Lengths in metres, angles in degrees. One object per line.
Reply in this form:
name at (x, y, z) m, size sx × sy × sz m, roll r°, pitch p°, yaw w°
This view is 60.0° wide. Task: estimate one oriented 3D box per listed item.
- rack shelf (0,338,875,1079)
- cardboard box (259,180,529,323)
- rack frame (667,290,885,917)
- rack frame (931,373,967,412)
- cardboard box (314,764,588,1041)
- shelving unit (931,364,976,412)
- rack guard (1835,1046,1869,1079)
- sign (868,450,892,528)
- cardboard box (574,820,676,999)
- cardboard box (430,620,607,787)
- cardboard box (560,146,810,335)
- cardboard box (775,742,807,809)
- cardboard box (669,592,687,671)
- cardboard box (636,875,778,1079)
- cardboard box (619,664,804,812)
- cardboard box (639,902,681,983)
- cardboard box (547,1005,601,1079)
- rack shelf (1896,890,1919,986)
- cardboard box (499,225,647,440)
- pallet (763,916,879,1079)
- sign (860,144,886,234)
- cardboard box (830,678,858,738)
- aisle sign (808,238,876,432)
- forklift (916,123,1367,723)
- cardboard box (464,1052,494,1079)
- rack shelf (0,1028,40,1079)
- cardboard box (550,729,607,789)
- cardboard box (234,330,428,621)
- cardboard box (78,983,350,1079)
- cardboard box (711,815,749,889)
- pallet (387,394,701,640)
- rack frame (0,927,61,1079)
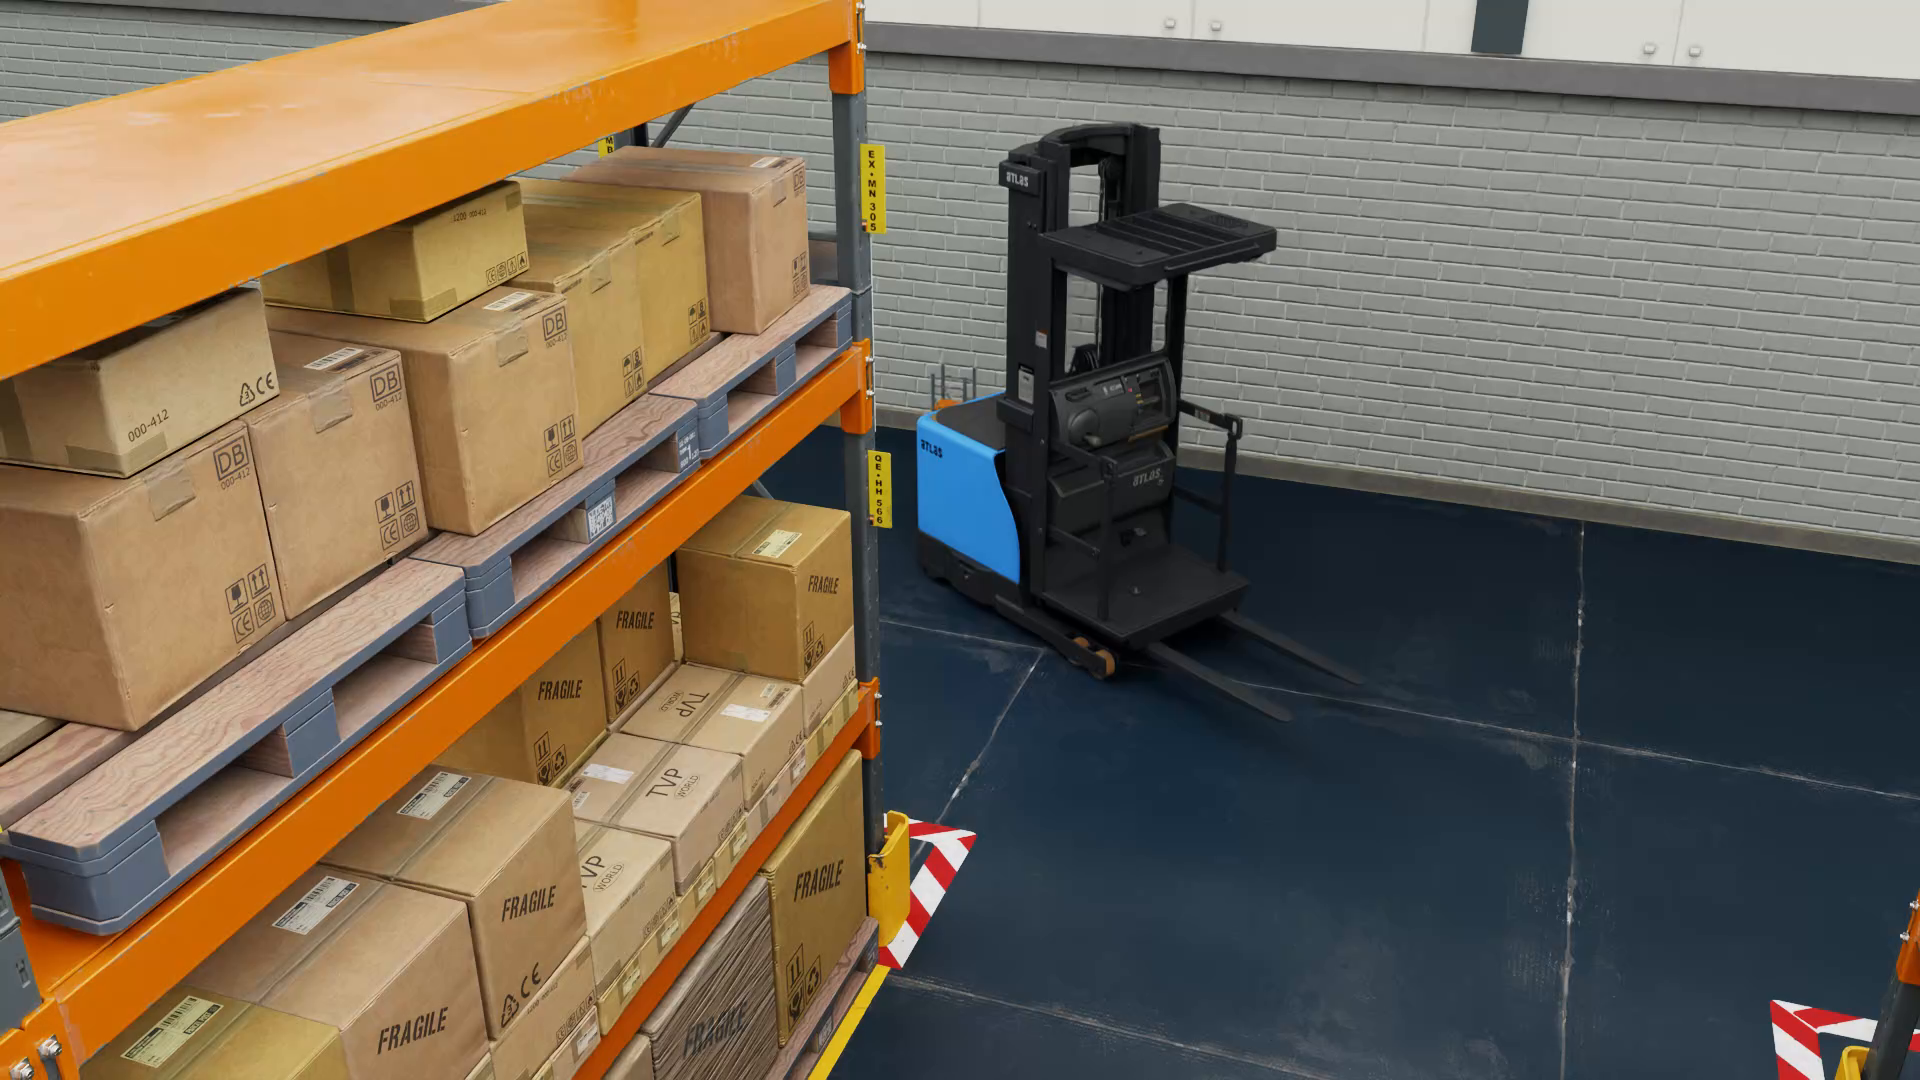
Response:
rack shelf at (-1.494, 0.138, 4.906) m, size 1.077 × 0.370 × 4.000 m, roll 9°, pitch 27°, yaw 17°
cardboard box at (-1.510, -0.795, 4.436) m, size 0.500 × 0.250 × 0.500 m, roll 8°, pitch 27°, yaw 16°
rack frame at (-0.828, 0.343, 7.100) m, size 1.000 × 3.000 × 0.127 m, roll 9°, pitch 27°, yaw 17°
rack frame at (-0.071, -0.517, 10.940) m, size 0.240 × 1.200 × 0.006 m, roll 9°, pitch 27°, yaw 18°
cardboard box at (-1.419, 1.007, 4.698) m, size 0.500 × 0.500 × 0.500 m, roll 8°, pitch 27°, yaw 16°
shelving unit at (-0.040, -0.554, 11.018) m, size 0.258 × 1.200 × 0.189 m, roll 9°, pitch 27°, yaw 18°
rack guard at (3.790, 2.260, 6.009) m, size 1.175 × 0.500 × 0.348 m, roll 9°, pitch 27°, yaw 17°
sign at (-0.321, -0.201, 6.622) m, size 0.100 × 0.325 × 0.005 m, roll 9°, pitch 27°, yaw 17°
cardboard box at (-1.247, 1.146, 5.271) m, size 0.500 × 0.250 × 0.500 m, roll 9°, pitch 27°, yaw 18°
cardboard box at (-1.576, 0.516, 5.712) m, size 0.500 × 0.500 × 0.500 m, roll 8°, pitch 27°, yaw 16°
cardboard box at (-0.951, -1.065, 5.854) m, size 0.700 × 0.500 × 0.500 m, roll 7°, pitch 27°, yaw 14°
cardboard box at (-0.806, 0.860, 6.319) m, size 0.380 × 0.149 × 0.250 m, roll 9°, pitch 27°, yaw 18°
cardboard box at (-1.243, 0.434, 6.741) m, size 0.500 × 0.250 × 0.500 m, roll 8°, pitch 27°, yaw 16°
cardboard box at (-1.269, 1.759, 6.132) m, size 0.875 × 0.875 × 0.875 m, roll 9°, pitch 27°, yaw 17°
cardboard box at (-0.909, 0.722, 6.147) m, size 0.500 × 0.250 × 0.500 m, roll 8°, pitch 27°, yaw 17°
cardboard box at (-1.145, 1.278, 5.457) m, size 0.380 × 0.149 × 0.250 m, roll 9°, pitch 27°, yaw 18°
cardboard box at (-1.317, 1.494, 5.011) m, size 0.380 × 0.149 × 0.250 m, roll 9°, pitch 27°, yaw 18°
rack shelf at (3.150, 2.249, 3.988) m, size 1.077 × 0.370 × 4.000 m, roll 9°, pitch 27°, yaw 17°
cardboard box at (-1.378, -0.632, 4.959) m, size 0.700 × 0.500 × 0.500 m, roll 7°, pitch 27°, yaw 14°
pallet at (-1.021, 1.938, 7.006) m, size 1.003 × 0.211 × 1.213 m, roll 9°, pitch 27°, yaw 17°
sign at (-0.321, -1.286, 6.096) m, size 0.100 × 0.325 × 0.005 m, roll 9°, pitch 27°, yaw 17°
cardboard box at (-0.636, 0.650, 6.754) m, size 0.380 × 0.149 × 0.250 m, roll 9°, pitch 27°, yaw 18°
aisle sign at (-0.522, -0.813, 6.505) m, size 0.394 × 0.787 × 0.004 m, roll 9°, pitch 27°, yaw 17°
forklift at (1.030, -0.763, 9.463) m, size 1.130 × 2.935 × 3.031 m, roll -19°, pitch 32°, yaw -34°
cardboard box at (-1.586, 1.561, 4.414) m, size 0.500 × 0.250 × 0.500 m, roll 9°, pitch 27°, yaw 17°
rack shelf at (-2.825, 1.782, 1.511) m, size 1.077 × 0.370 × 4.000 m, roll 9°, pitch 27°, yaw 17°
cardboard box at (-1.580, 0.855, 5.873) m, size 0.500 × 0.250 × 0.500 m, roll 8°, pitch 27°, yaw 16°
cardboard box at (-1.773, -0.193, 4.054) m, size 0.700 × 0.500 × 0.500 m, roll 10°, pitch 28°, yaw 20°
cardboard box at (-1.759, 1.423, 3.839) m, size 0.500 × 0.500 × 0.500 m, roll 9°, pitch 27°, yaw 17°
cardboard box at (-0.975, 1.070, 5.887) m, size 0.380 × 0.149 × 0.250 m, roll 8°, pitch 27°, yaw 16°
pallet at (-1.470, -0.158, 4.794) m, size 1.003 × 0.211 × 1.213 m, roll 9°, pitch 27°, yaw 17°
rack frame at (-2.160, 1.987, 3.705) m, size 1.000 × 3.000 × 0.127 m, roll 9°, pitch 27°, yaw 17°
